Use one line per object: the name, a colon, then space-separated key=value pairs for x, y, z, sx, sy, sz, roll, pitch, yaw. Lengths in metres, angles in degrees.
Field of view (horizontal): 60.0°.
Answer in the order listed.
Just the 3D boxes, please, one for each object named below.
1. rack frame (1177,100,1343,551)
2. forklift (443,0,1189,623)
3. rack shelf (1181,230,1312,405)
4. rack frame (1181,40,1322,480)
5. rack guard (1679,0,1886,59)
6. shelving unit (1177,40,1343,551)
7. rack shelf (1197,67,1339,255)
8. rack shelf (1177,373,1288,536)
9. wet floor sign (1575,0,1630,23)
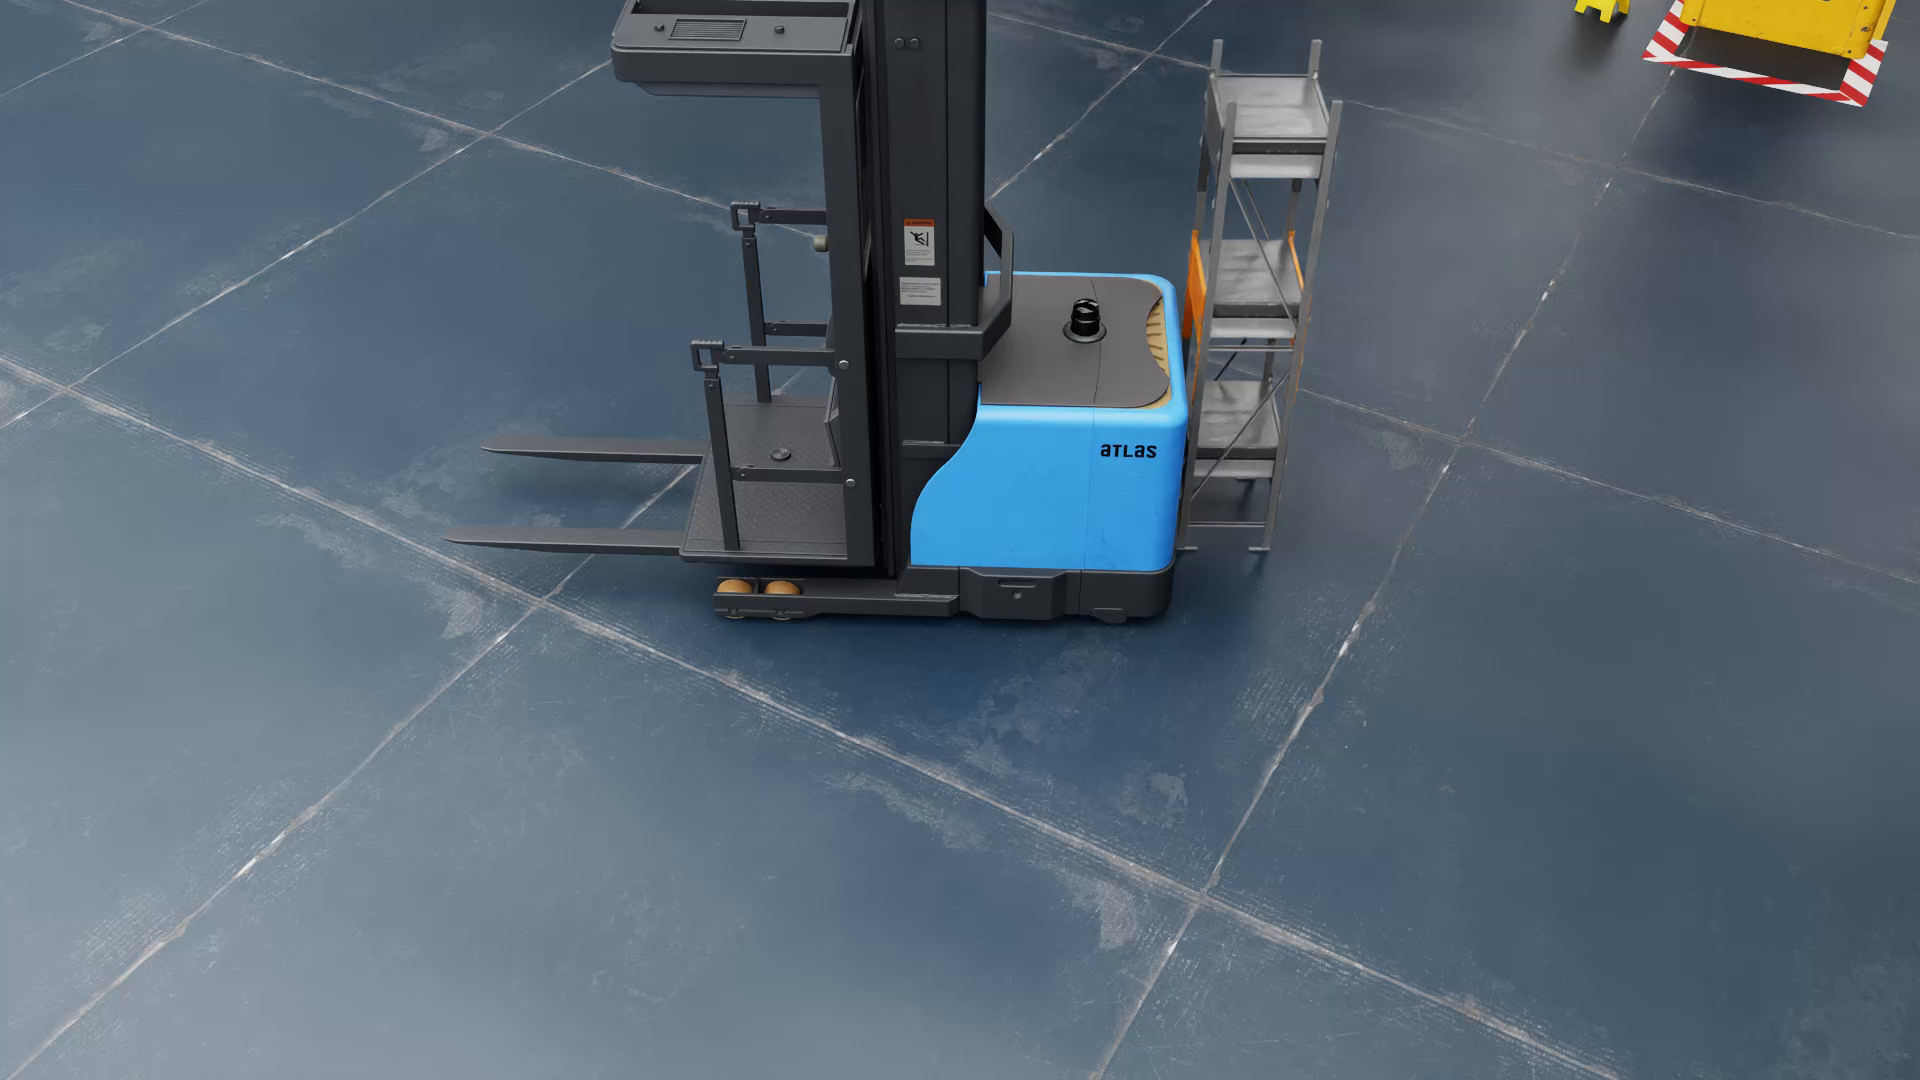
rack frame: x=1.138 y=-0.745 z=6.507 sx=0.400 sy=2.100 sz=0.015 roll=0 pitch=41 yaw=1
forklift: x=-0.627 y=-1.118 z=6.301 sx=3.031 sy=2.935 sz=1.130 roll=2 pitch=41 yaw=2
rack shelf: x=1.141 y=-0.896 z=6.699 sx=0.431 sy=0.518 sz=0.480 roll=0 pitch=41 yaw=1
rack frame: x=1.144 y=-1.067 z=6.873 sx=0.400 sy=2.100 sz=0.015 roll=0 pitch=41 yaw=1
rack guard: x=5.430 y=-3.584 z=10.941 sx=1.175 sy=0.500 sz=0.348 roll=21 pitch=45 yaw=22
shelving unit: x=1.141 y=-0.906 z=6.690 sx=0.431 sy=2.100 sz=0.503 roll=0 pitch=41 yaw=1
rack shelf: x=1.140 y=-1.421 z=6.236 sx=0.431 sy=0.518 sz=0.480 roll=0 pitch=41 yaw=1
rack shelf: x=1.142 y=-0.371 z=7.162 sx=0.431 sy=0.518 sz=0.480 roll=0 pitch=41 yaw=1
wet floor sign: x=4.370 y=-3.840 z=11.122 sx=0.232 sy=0.644 sz=0.267 roll=-29 pitch=49 yaw=-29
